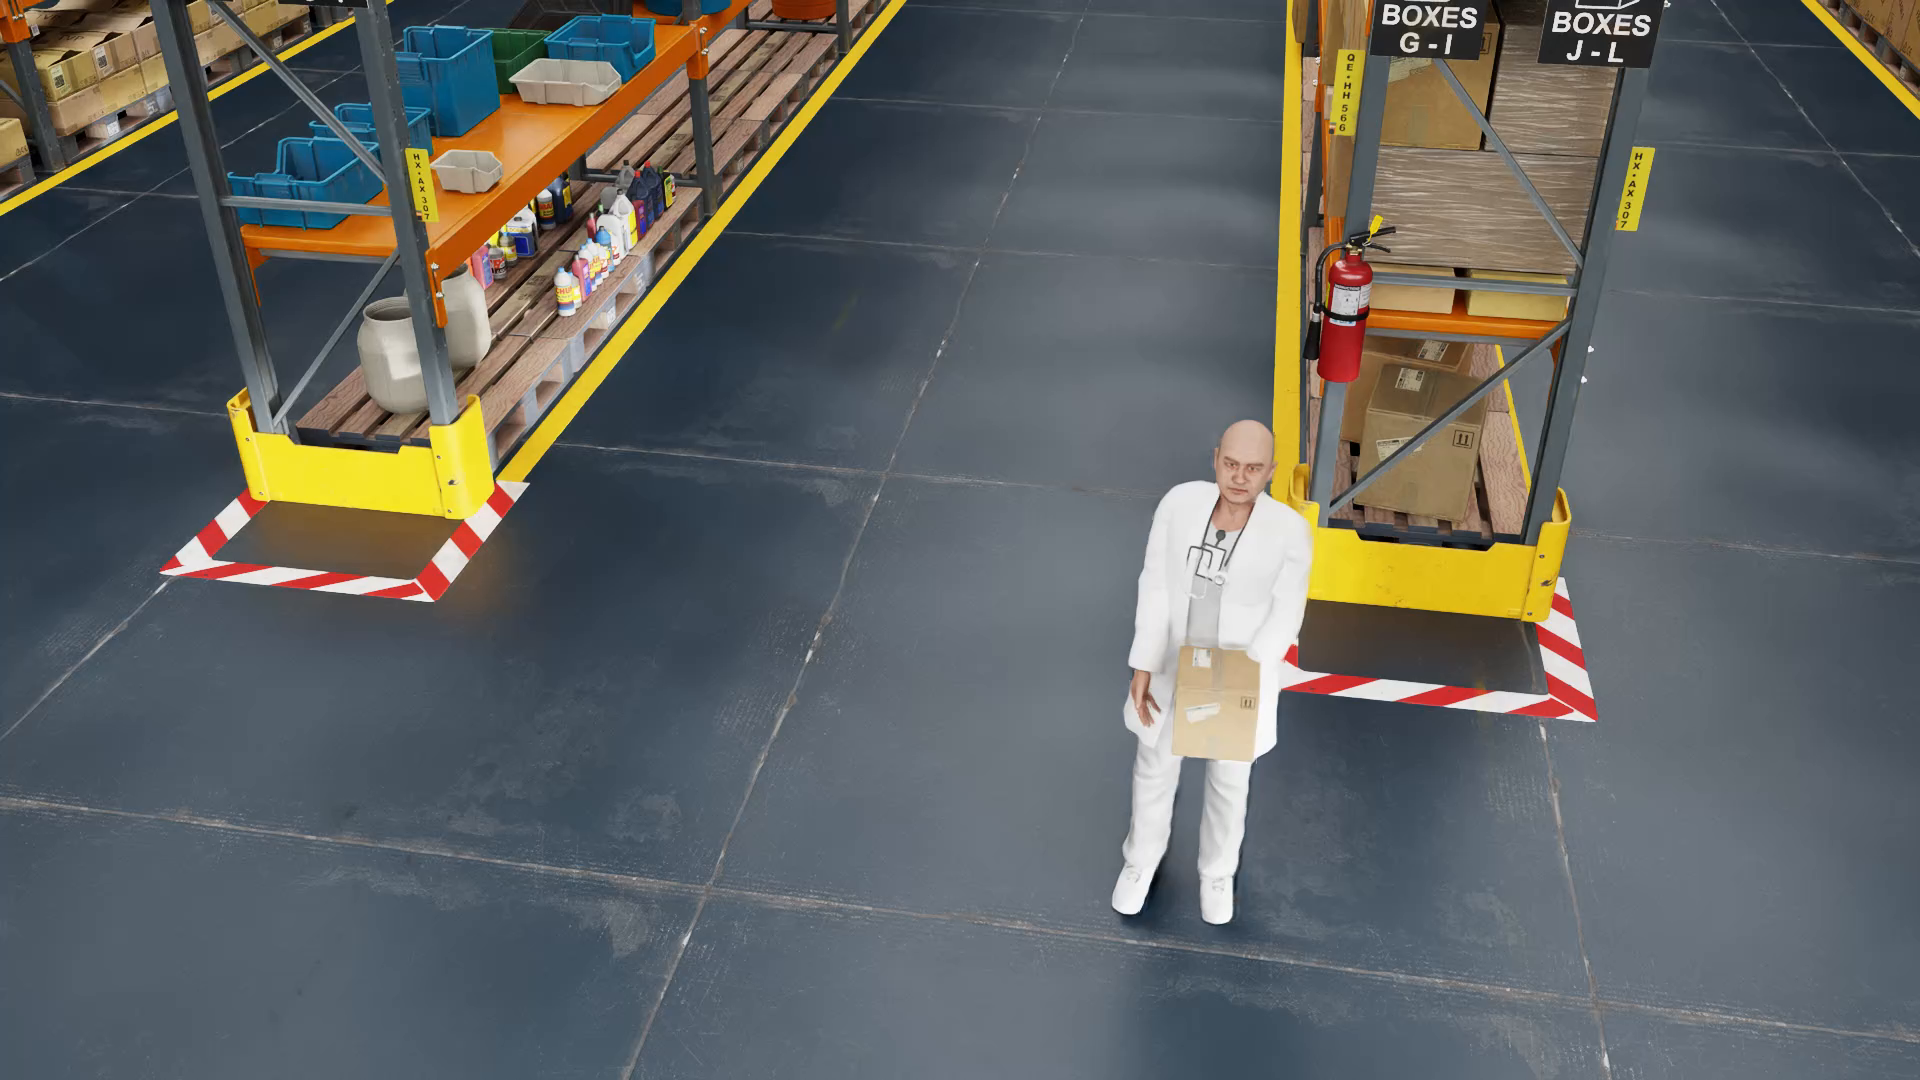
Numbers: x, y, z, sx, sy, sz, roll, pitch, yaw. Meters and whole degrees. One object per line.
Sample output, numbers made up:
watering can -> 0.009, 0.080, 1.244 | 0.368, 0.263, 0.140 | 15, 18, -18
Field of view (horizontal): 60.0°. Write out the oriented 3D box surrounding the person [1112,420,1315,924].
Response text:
person -> 0.789, 0.480, 5.377 | 0.545, 1.779, 0.544 | 14, 34, 21
